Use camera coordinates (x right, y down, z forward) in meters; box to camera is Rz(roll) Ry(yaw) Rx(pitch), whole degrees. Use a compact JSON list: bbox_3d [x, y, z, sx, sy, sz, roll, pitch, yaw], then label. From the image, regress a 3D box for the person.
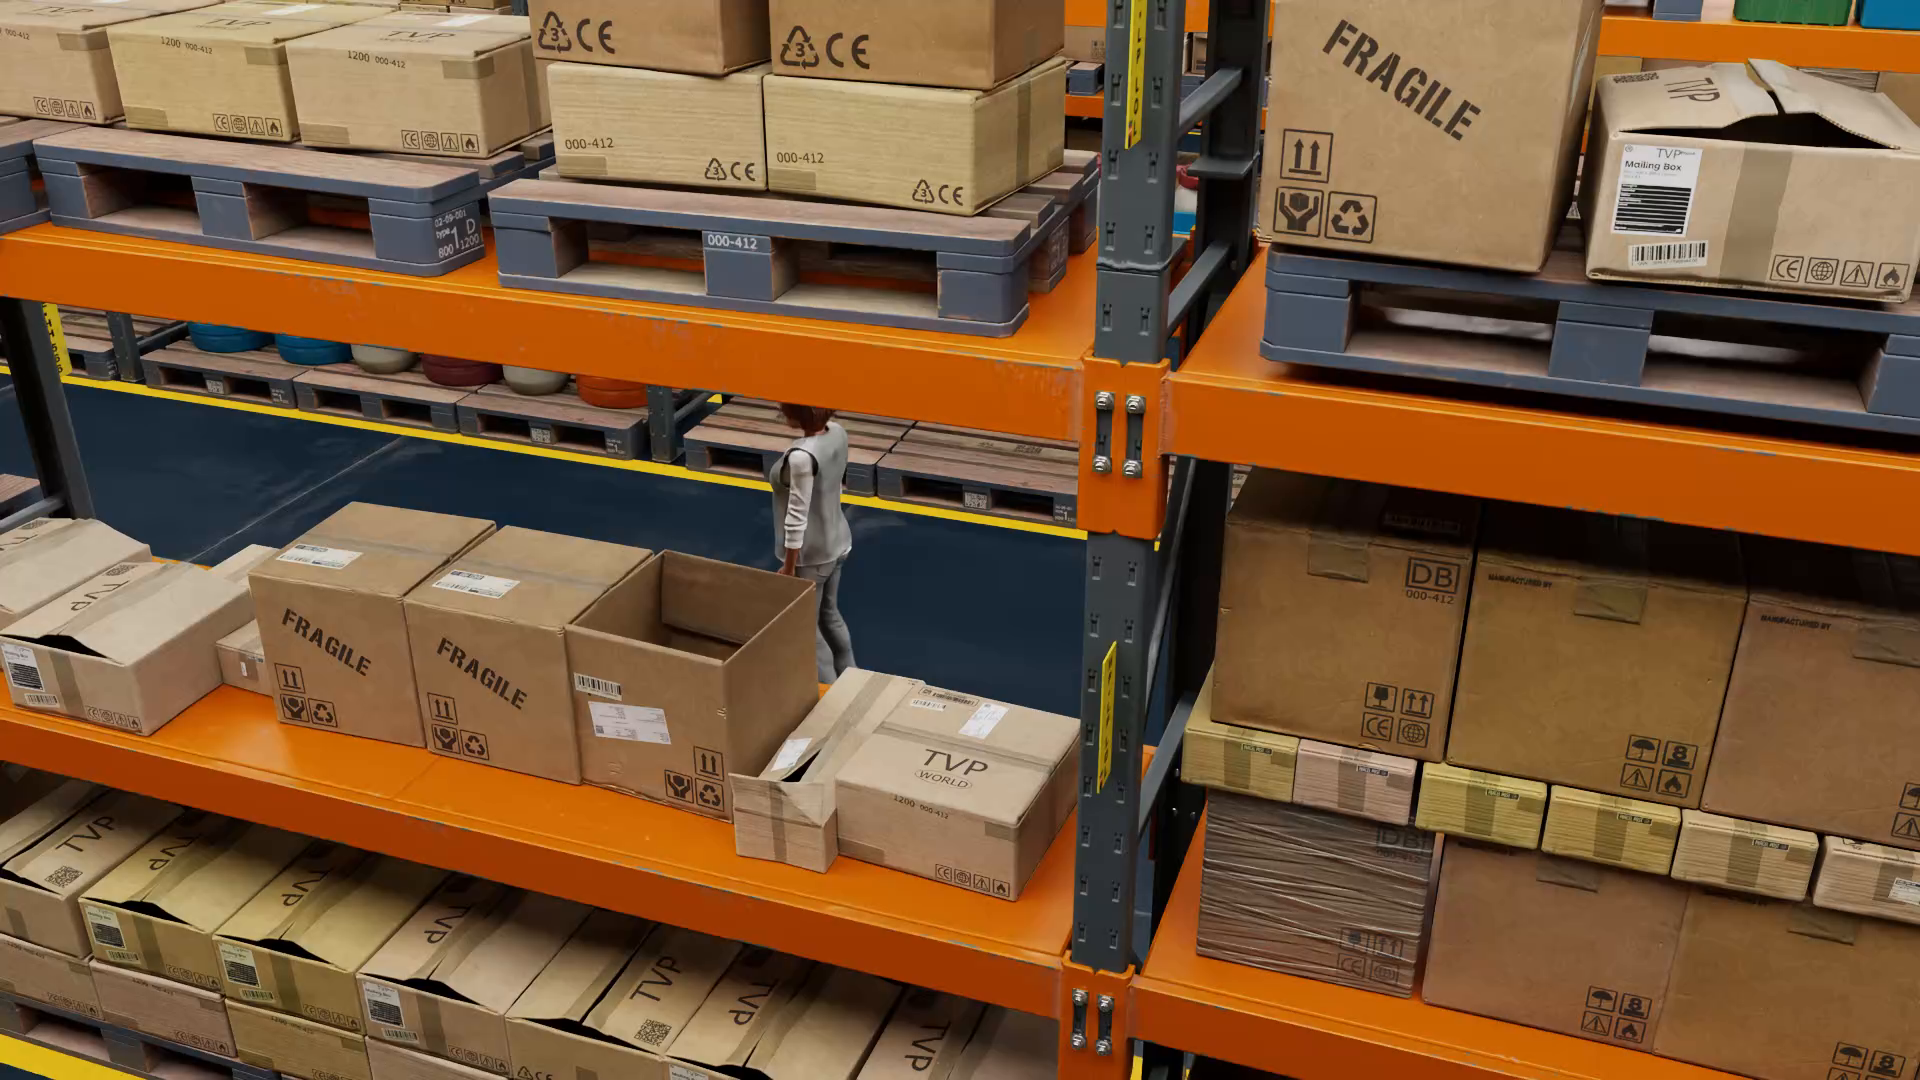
[{"bbox_3d":[-0.618,0.064,7.004,0.310,1.598,0.406,9,28,19],"label":"person"}]
